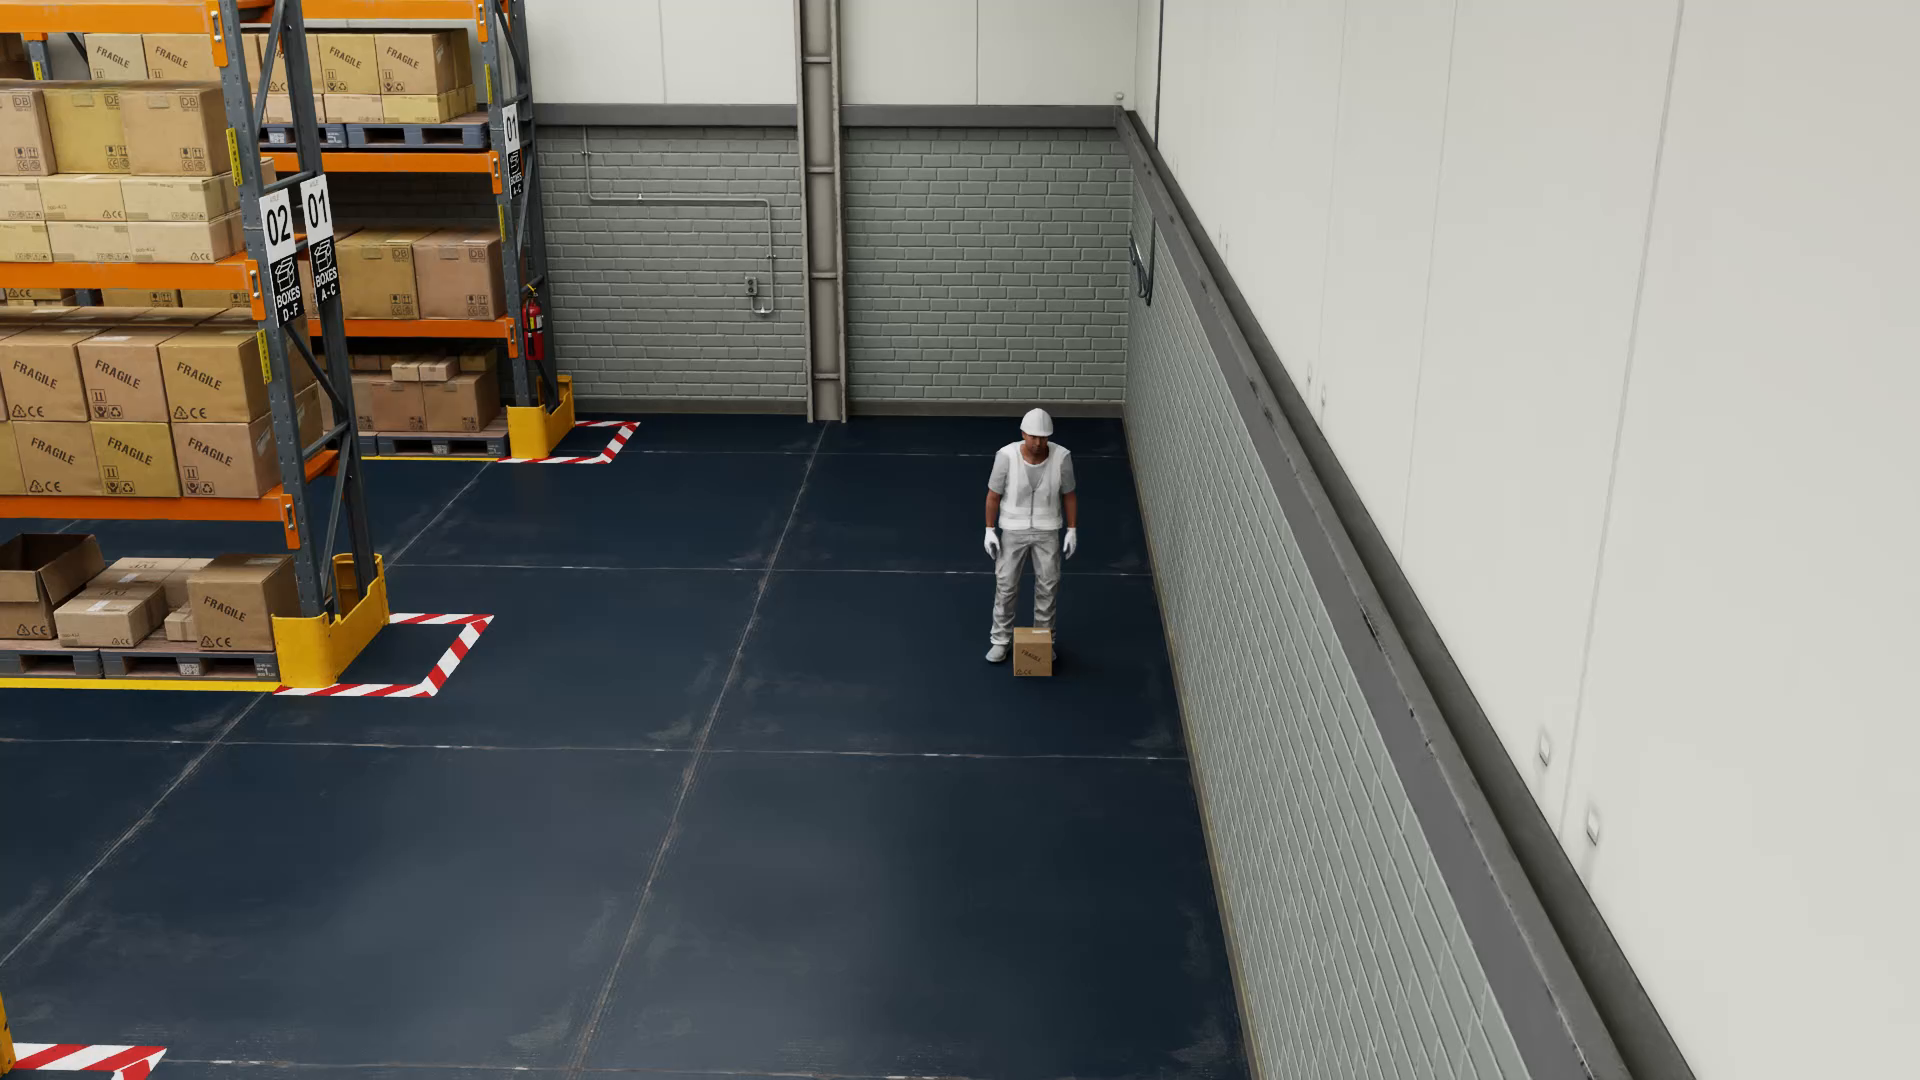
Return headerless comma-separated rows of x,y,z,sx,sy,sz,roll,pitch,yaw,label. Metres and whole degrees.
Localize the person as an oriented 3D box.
0.477,-0.039,11.168,0.628,1.774,0.449,-1,21,-2,person
